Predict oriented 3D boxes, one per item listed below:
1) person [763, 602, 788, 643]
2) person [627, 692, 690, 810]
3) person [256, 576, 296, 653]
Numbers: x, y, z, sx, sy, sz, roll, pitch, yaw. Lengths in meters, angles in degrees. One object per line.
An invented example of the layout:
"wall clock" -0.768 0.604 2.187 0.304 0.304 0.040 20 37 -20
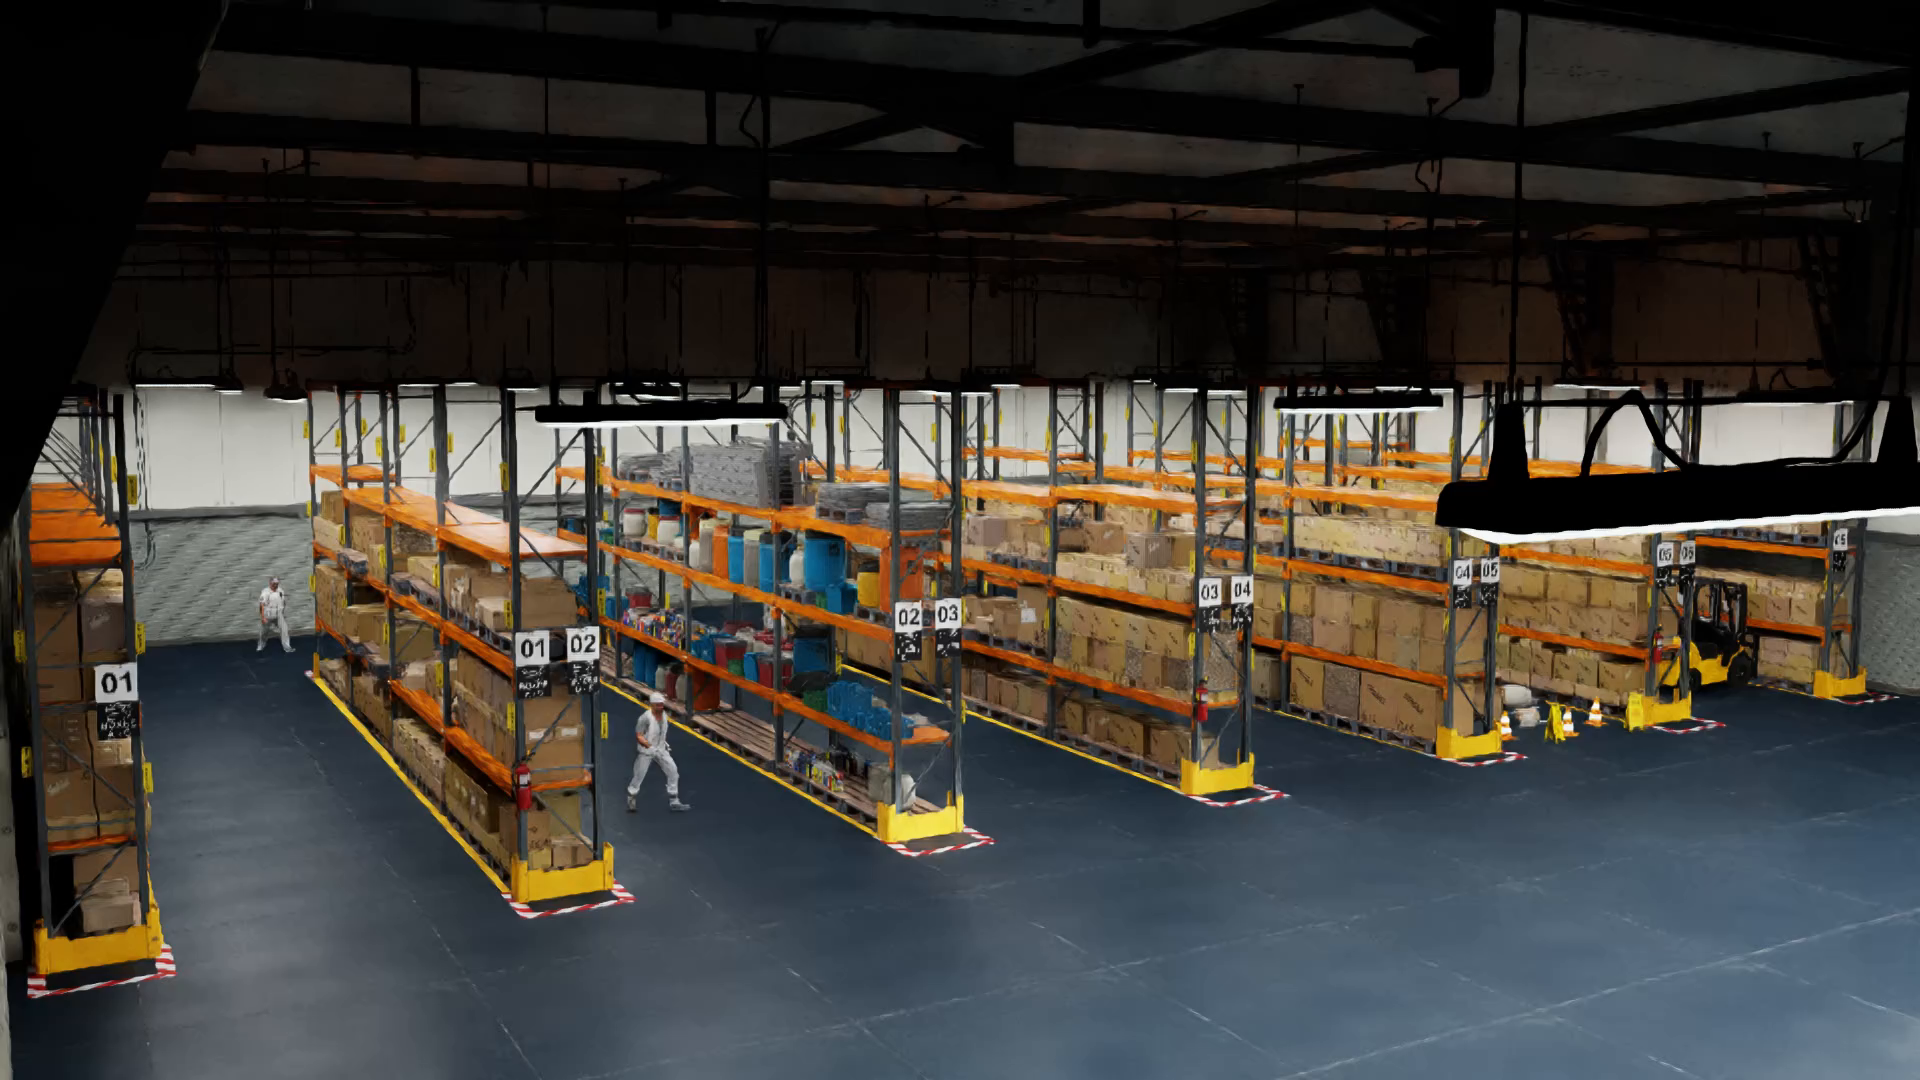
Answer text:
"person" -3.873 1.775 34.819 0.543 1.700 1.115 -3 7 -27
"person" -4.328 2.975 23.452 0.844 1.715 0.684 6 8 44
"person" -15.024 1.619 36.378 0.971 1.711 0.586 5 8 38
